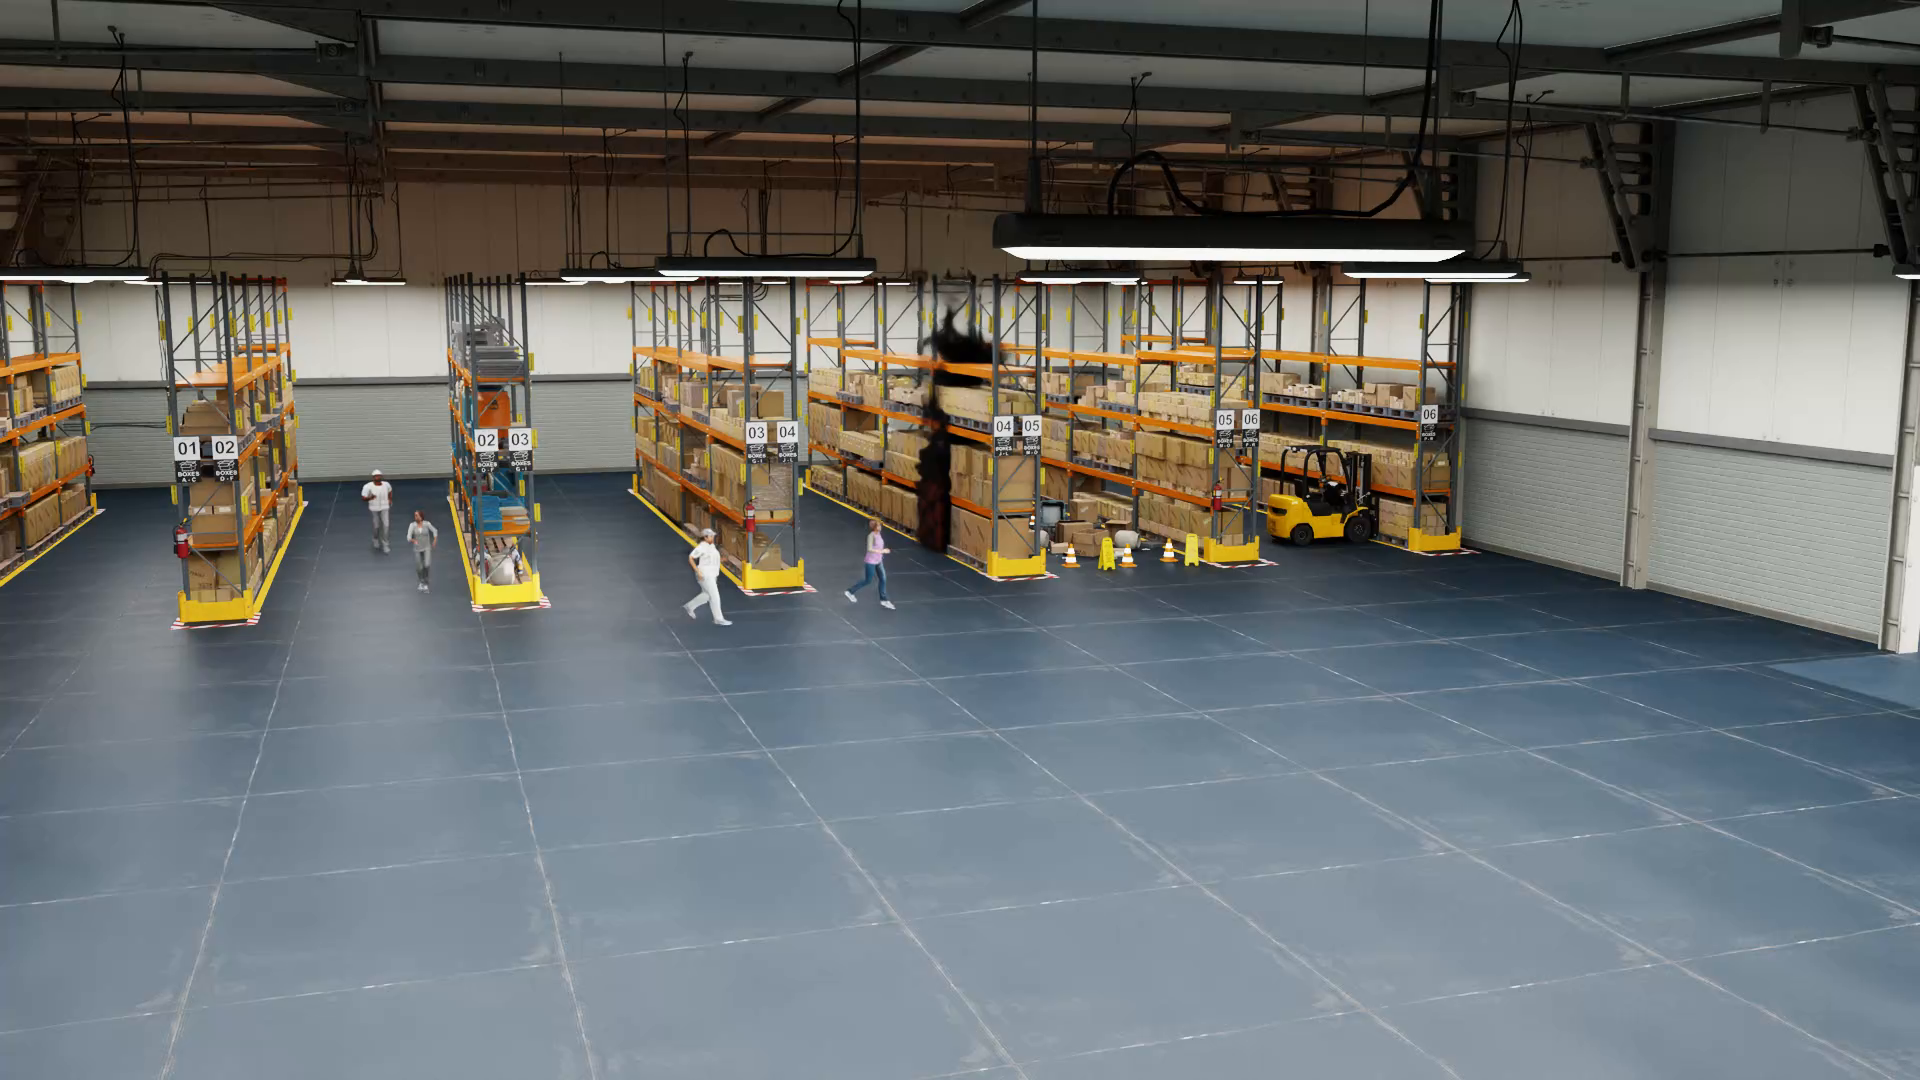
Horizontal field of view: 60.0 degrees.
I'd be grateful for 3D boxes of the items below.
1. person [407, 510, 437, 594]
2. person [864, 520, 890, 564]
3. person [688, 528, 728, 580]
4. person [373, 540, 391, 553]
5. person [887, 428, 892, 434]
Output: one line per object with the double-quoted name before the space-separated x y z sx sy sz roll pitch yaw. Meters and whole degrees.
"person" -10.169 0.219 31.461 0.547 1.595 0.674 -2 9 -14
"person" -1.483 0.027 29.893 0.537 0.794 0.551 3 9 20
"person" -4.254 0.224 28.314 0.585 0.843 0.582 2 9 14
"person" -12.675 0.079 36.427 0.256 0.309 0.887 -5 10 -28
"person" -2.212 -3.106 50.517 0.414 0.636 0.649 -2 9 -11
